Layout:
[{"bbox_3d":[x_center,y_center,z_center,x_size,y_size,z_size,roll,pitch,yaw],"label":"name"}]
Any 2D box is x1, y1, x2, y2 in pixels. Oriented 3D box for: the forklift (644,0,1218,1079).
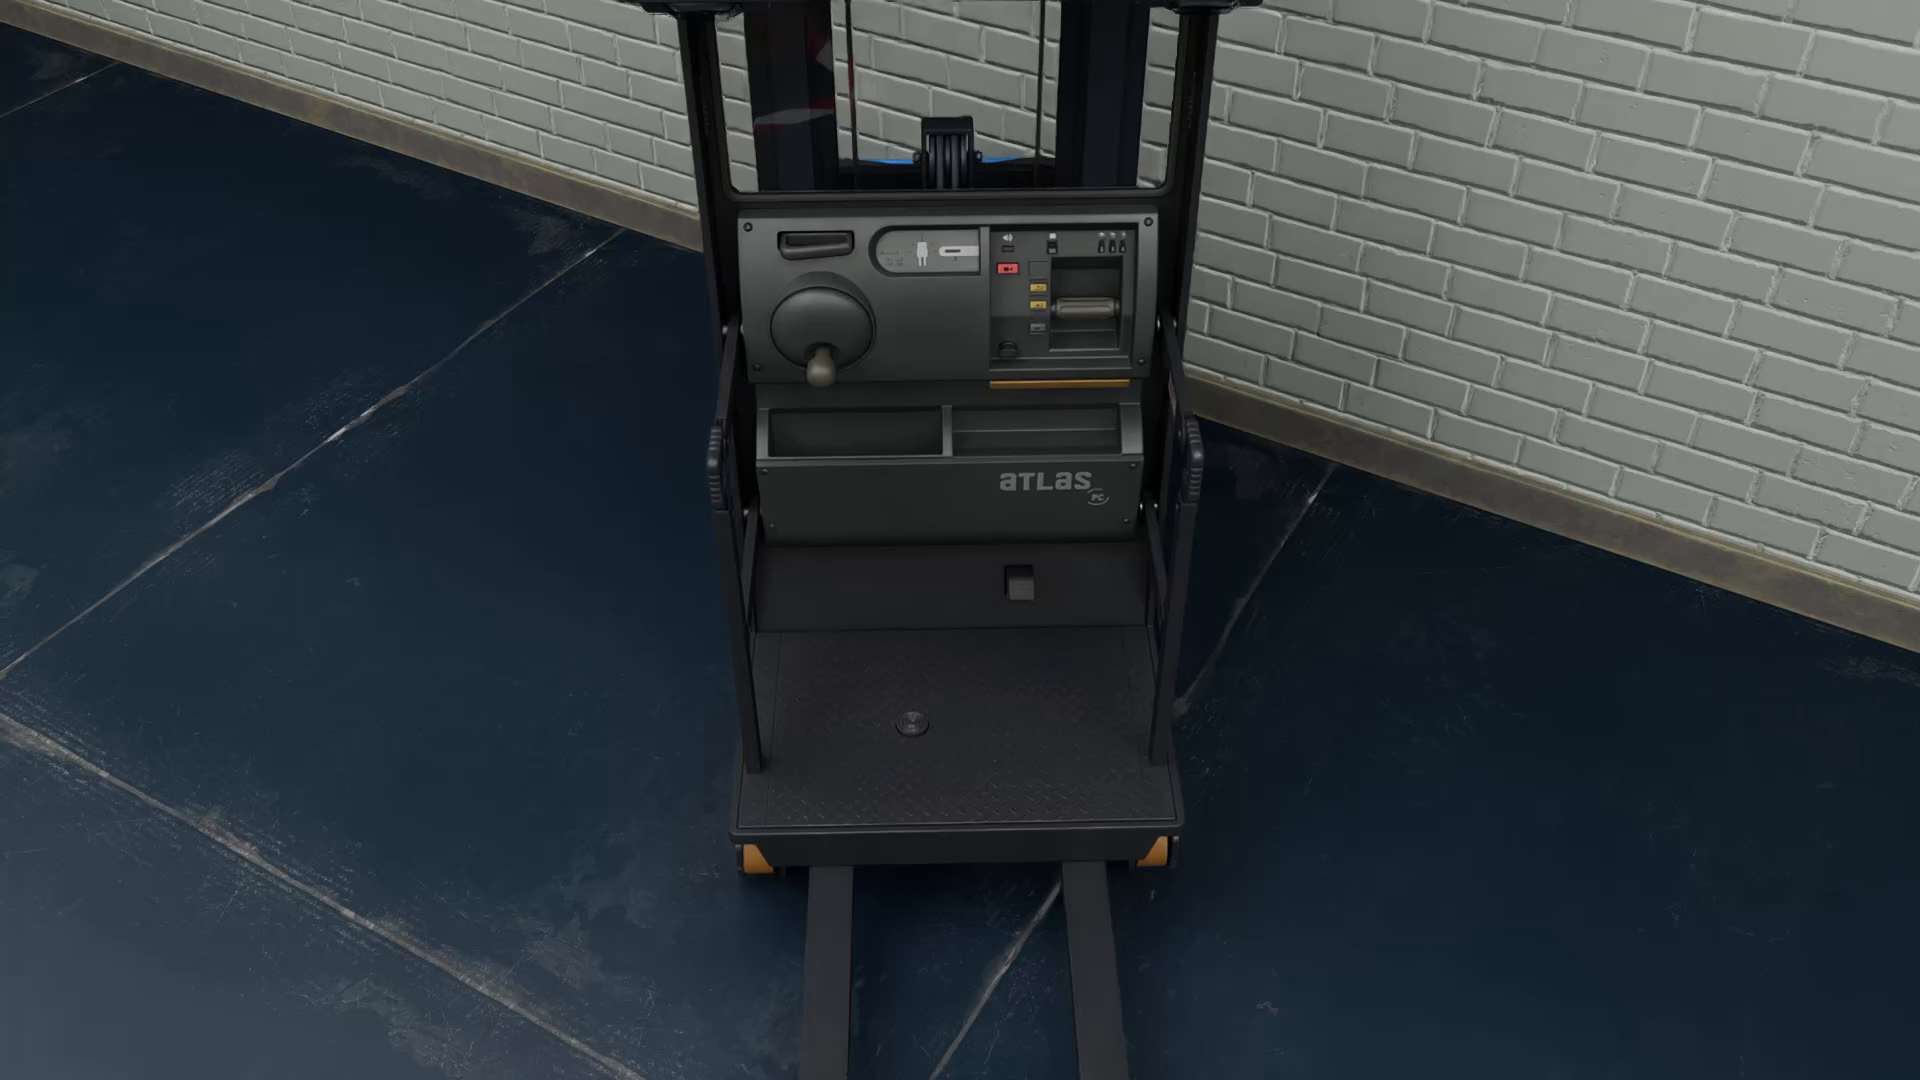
[{"bbox_3d":[-0.018,-0.476,3.573,1.130,2.935,3.031,-1,41,-1],"label":"forklift"}]
